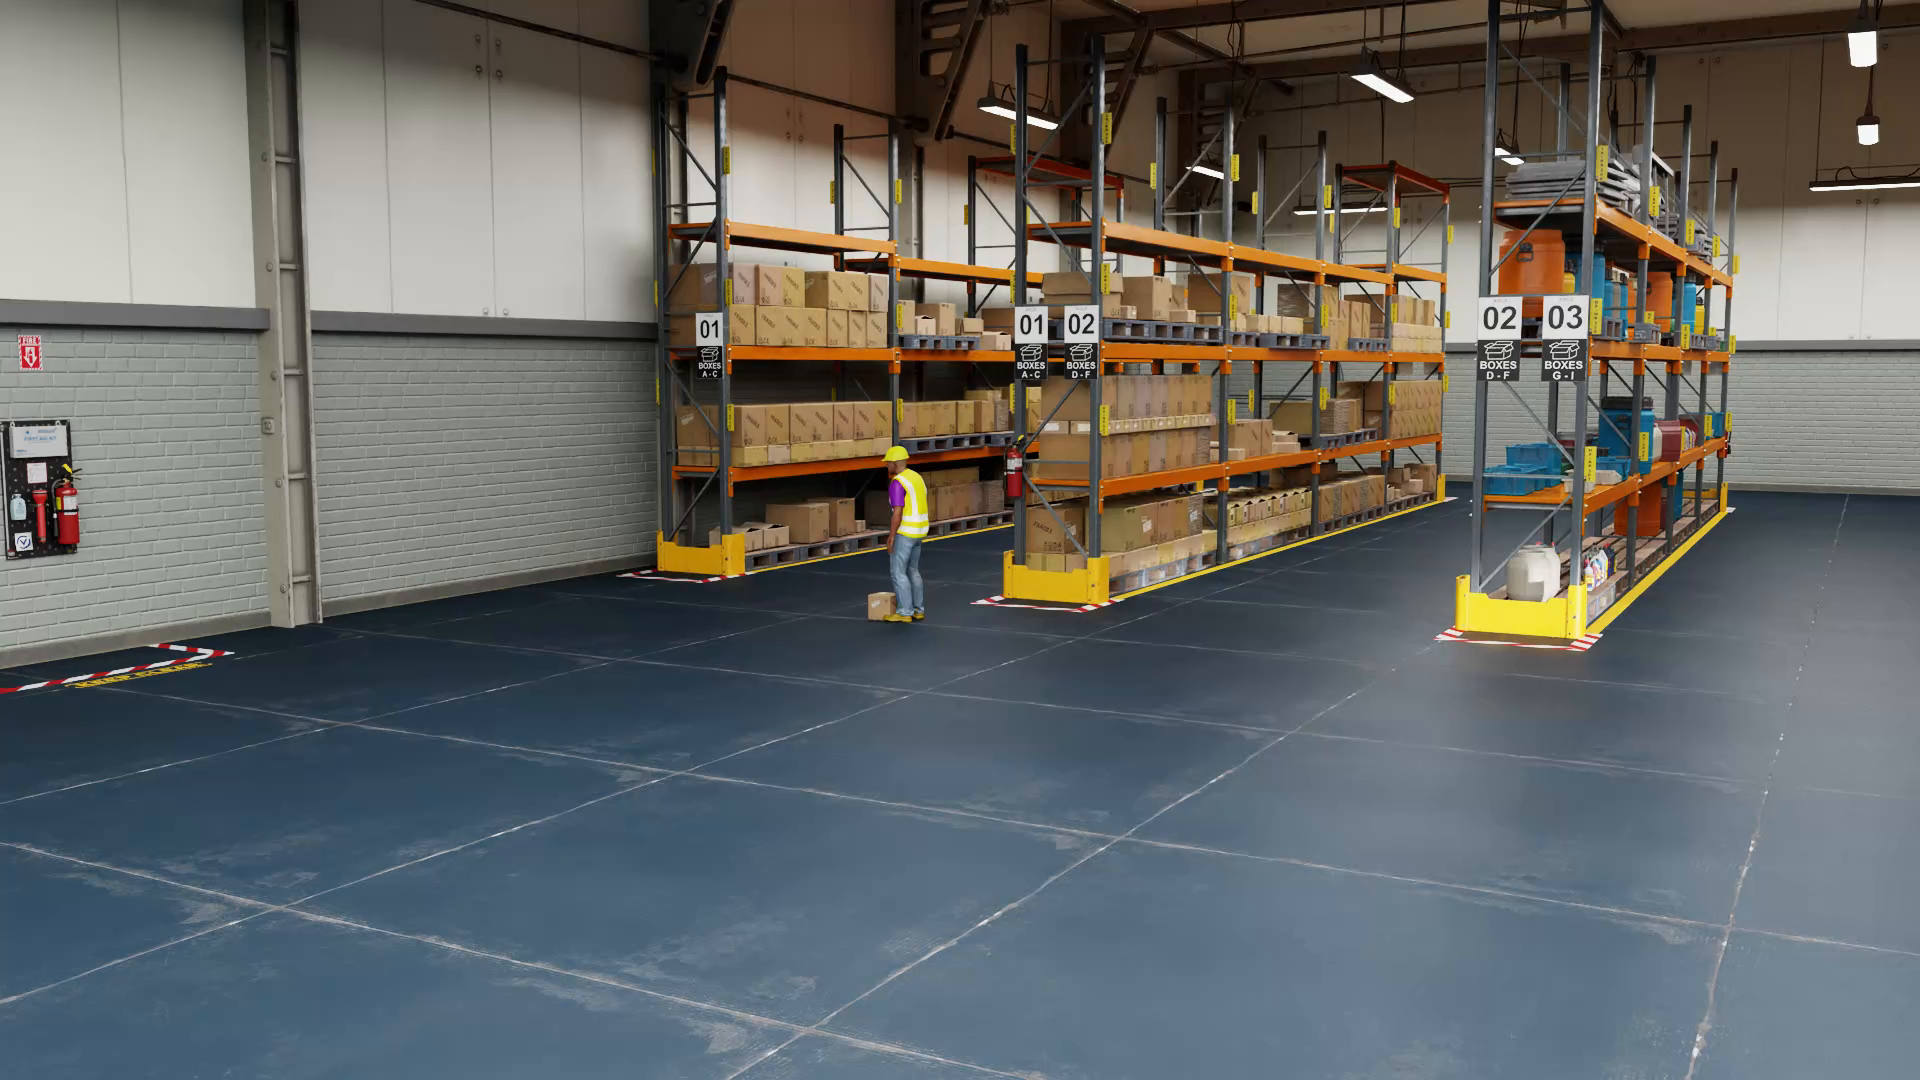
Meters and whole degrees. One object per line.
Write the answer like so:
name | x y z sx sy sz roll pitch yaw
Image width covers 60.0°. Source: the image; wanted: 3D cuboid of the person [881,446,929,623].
person | -0.563 -0.062 16.682 0.462 1.755 0.633 3 7 25
